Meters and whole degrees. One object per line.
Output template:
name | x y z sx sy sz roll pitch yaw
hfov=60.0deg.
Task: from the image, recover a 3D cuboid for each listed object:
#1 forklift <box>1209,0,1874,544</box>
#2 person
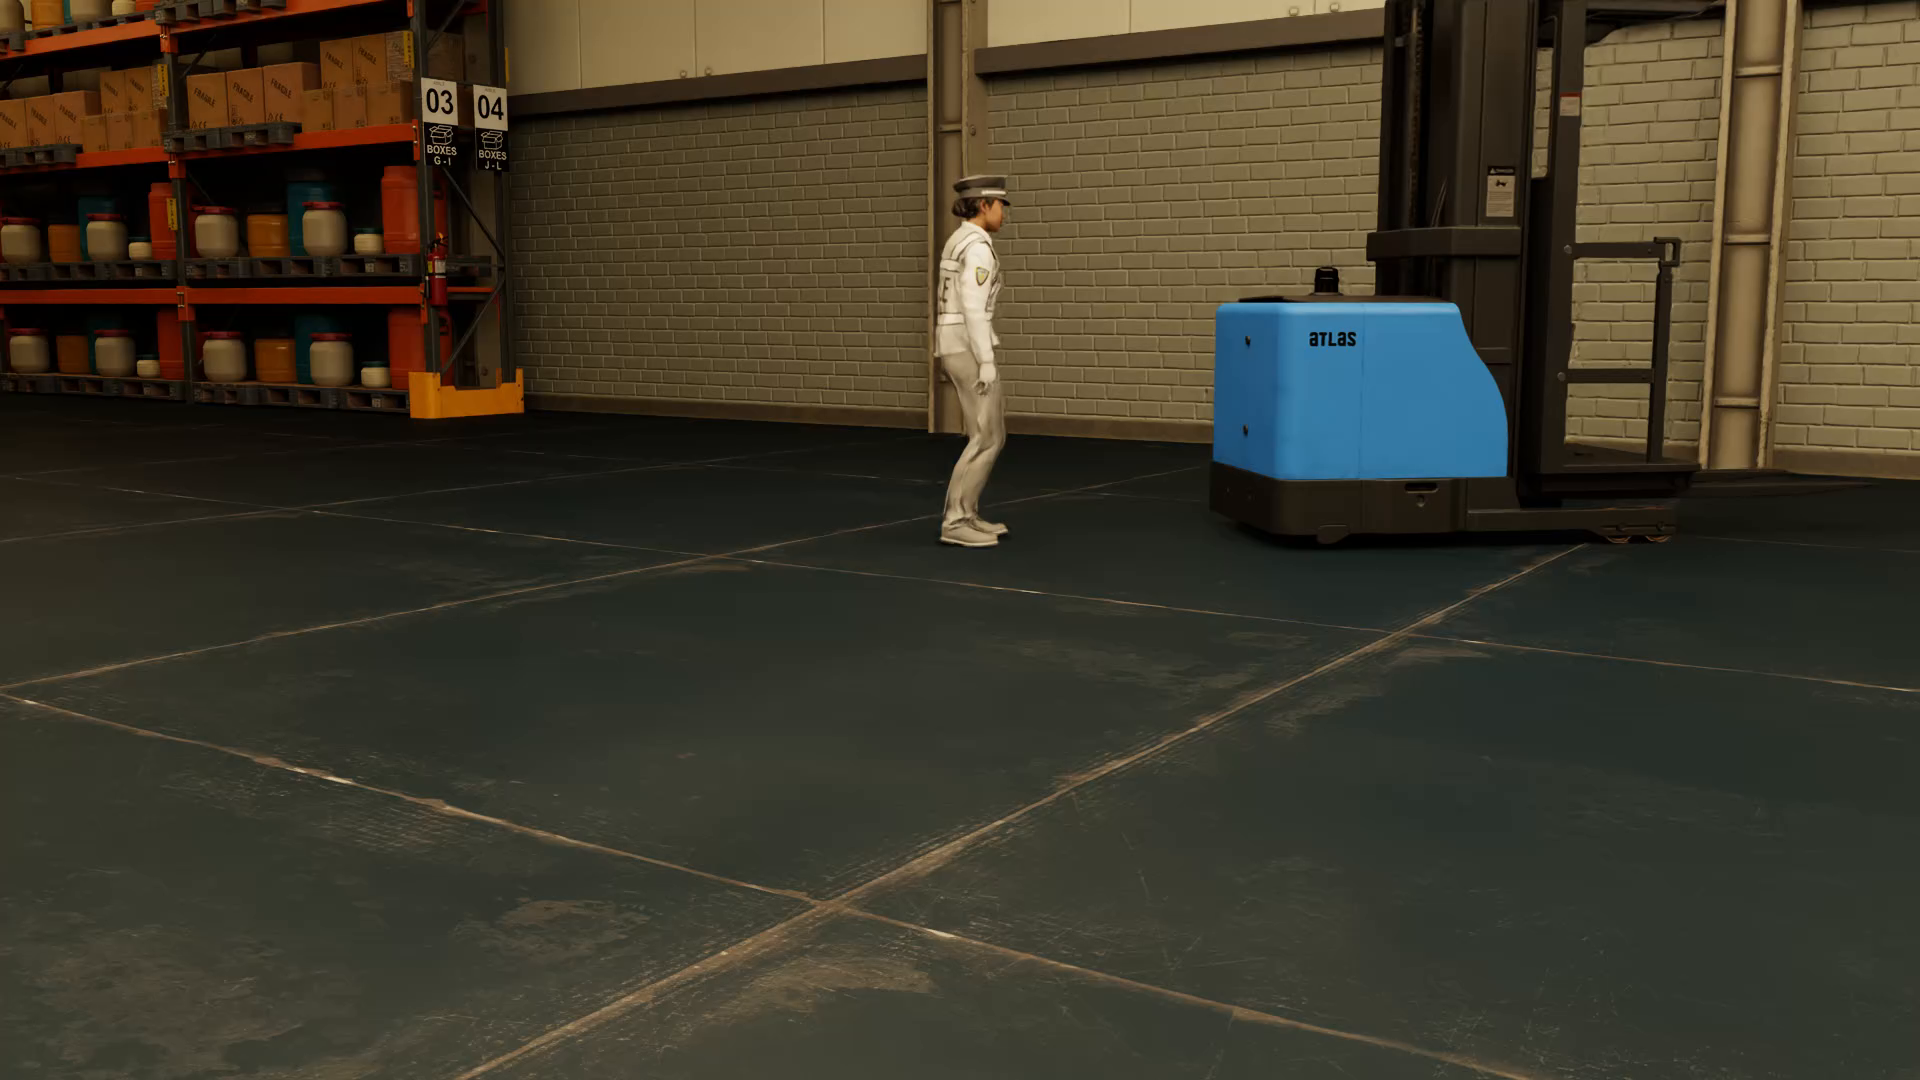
forklift | 2.786 -1.506 7.780 3.031 2.935 1.130 -1 8 -9
person | 0.061 -0.814 7.518 0.341 1.647 0.599 -1 8 -7
